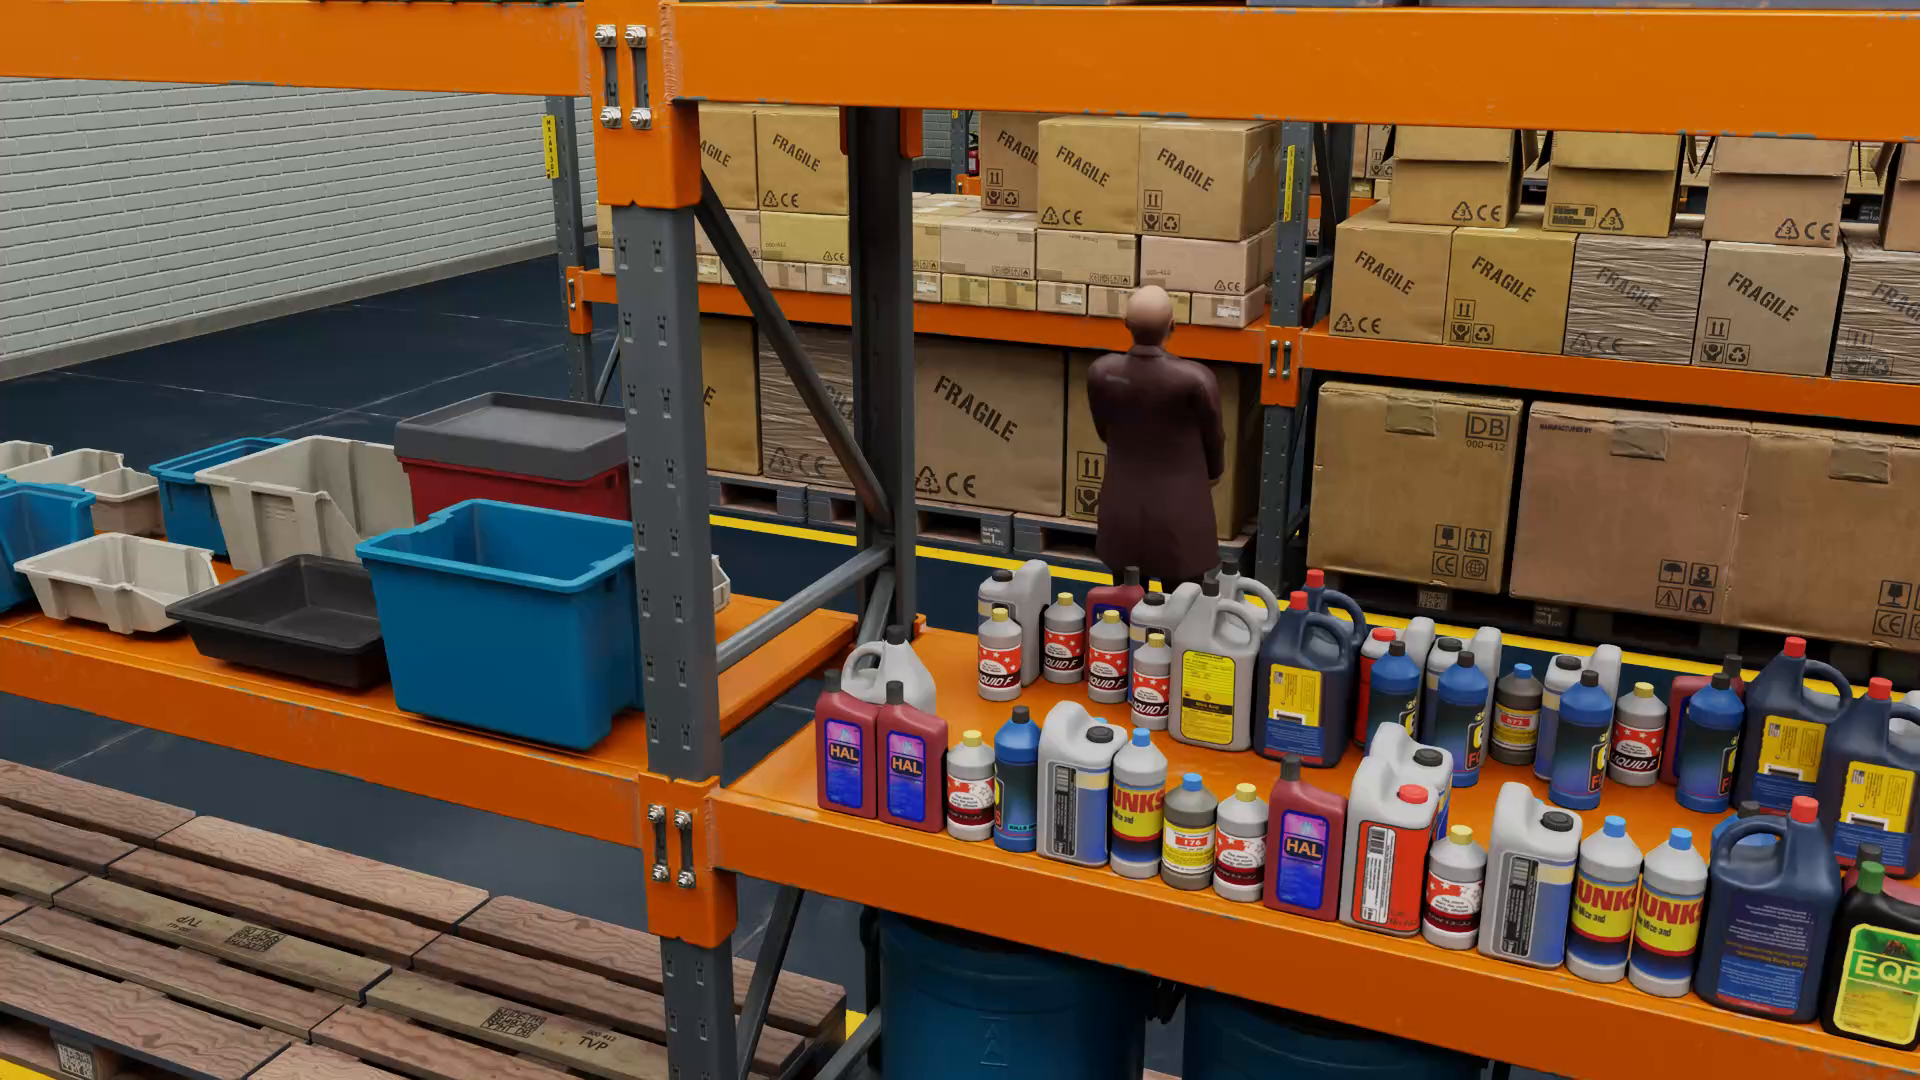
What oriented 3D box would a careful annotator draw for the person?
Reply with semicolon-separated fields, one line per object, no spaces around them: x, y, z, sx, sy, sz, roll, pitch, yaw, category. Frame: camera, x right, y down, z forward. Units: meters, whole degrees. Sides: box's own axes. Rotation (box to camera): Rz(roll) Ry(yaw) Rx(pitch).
0.786;-0.142;6.514;0.527;1.769;0.563;8;20;23;person
